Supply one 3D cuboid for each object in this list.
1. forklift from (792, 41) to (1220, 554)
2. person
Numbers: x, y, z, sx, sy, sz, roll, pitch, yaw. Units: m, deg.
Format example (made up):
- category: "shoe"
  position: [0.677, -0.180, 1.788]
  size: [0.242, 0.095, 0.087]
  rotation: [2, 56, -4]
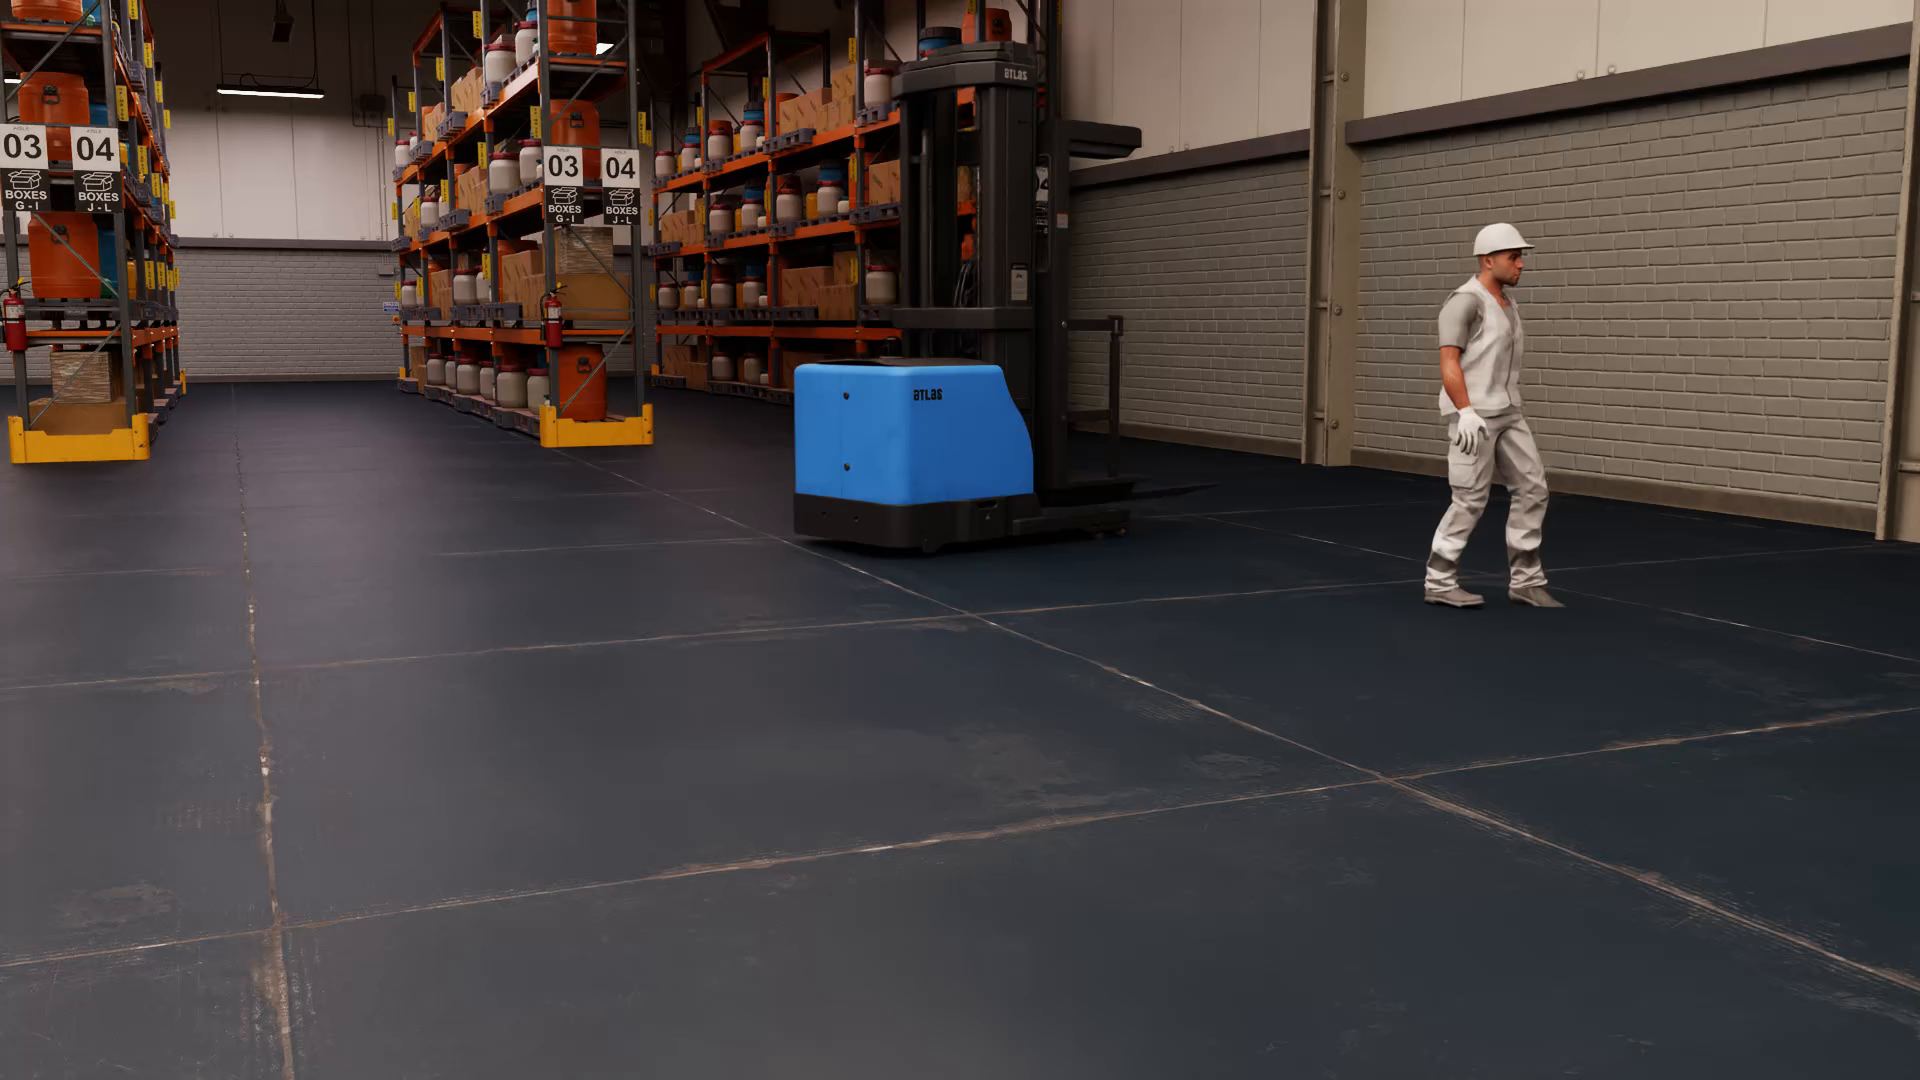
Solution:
- category: "forklift"
  position: [0.429, -1.513, 10.419]
  size: [3.031, 2.935, 1.130]
  rotation: [-7, 10, -42]
- category: "person"
  position: [2.471, -0.539, 7.673]
  size: [0.631, 1.816, 0.559]
  rotation: [-7, 10, -43]
